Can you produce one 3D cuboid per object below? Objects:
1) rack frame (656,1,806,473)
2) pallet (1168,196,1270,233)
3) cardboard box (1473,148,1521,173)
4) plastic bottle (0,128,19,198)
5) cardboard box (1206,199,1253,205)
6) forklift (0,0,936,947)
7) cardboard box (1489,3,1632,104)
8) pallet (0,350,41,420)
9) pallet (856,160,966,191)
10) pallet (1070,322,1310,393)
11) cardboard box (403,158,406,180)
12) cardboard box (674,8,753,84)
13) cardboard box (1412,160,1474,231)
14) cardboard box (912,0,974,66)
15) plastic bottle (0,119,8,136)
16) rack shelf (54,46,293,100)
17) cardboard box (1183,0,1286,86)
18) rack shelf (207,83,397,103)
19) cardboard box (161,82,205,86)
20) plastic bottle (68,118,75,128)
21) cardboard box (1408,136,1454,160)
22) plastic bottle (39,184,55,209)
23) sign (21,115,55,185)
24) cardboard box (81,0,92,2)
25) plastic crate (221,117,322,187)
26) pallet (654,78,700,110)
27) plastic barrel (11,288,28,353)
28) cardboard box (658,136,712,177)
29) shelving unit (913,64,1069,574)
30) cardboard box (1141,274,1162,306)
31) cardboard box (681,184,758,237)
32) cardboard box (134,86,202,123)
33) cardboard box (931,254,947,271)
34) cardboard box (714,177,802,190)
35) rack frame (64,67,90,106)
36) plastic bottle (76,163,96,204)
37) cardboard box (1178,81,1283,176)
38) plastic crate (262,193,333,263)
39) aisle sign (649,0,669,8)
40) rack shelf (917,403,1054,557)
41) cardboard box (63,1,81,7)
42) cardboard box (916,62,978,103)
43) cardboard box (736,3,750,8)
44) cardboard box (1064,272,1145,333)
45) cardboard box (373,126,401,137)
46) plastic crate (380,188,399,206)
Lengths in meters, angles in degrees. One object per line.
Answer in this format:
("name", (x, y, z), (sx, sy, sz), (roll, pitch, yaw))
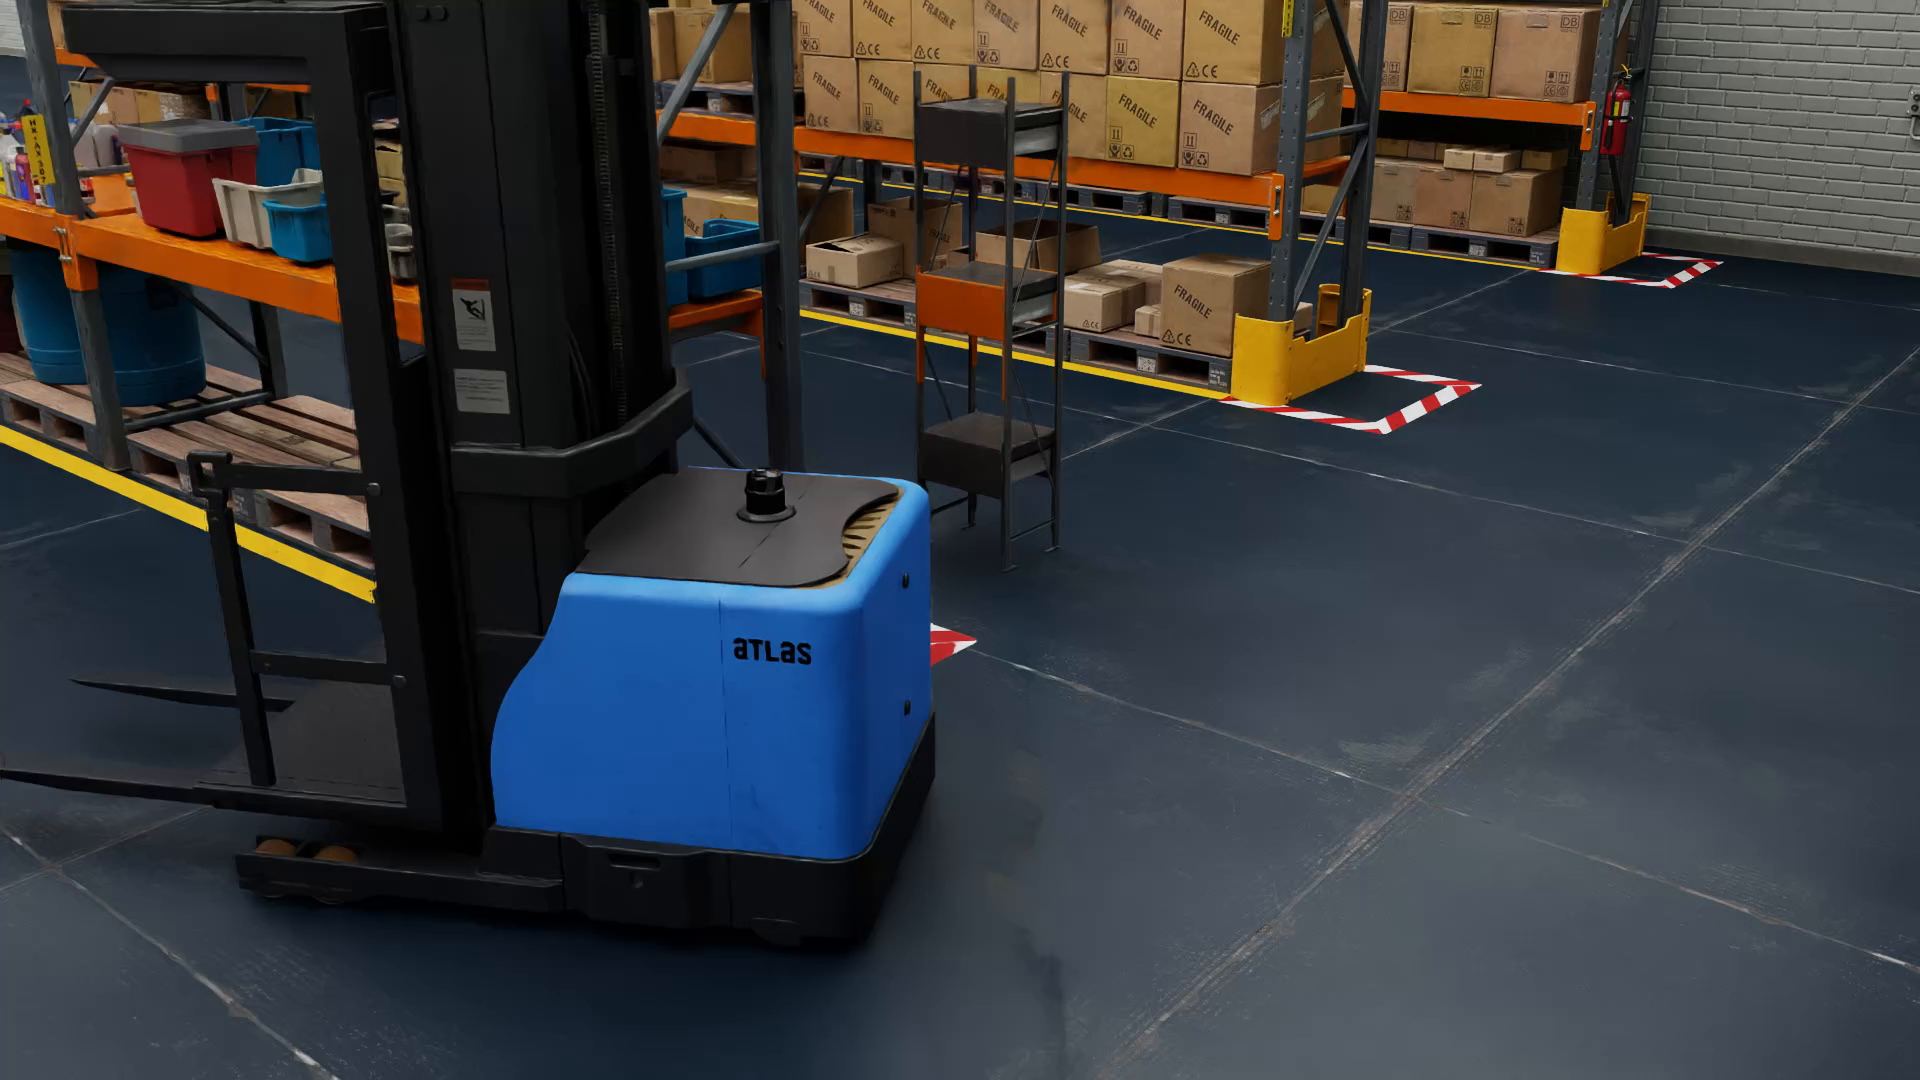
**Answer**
("rack frame", (-0.985, -1.003, 6.077), (0.127, 3.000, 1.000), (16, 26, 36))
("pallet", (2.720, -3.108, 15.610), (1.213, 0.211, 1.003), (16, 26, 36))
("cardboard box", (4.459, -3.149, 13.796), (0.250, 0.149, 0.380), (16, 26, 36))
("plastic bottle", (-5.003, -1.988, 8.759), (0.185, 0.351, 0.144), (16, 26, 36))
("cardboard box", (2.695, -3.436, 15.475), (0.500, 0.500, 0.700), (16, 26, 37))
("forklift", (-1.648, -0.486, 4.803), (3.031, 2.935, 1.130), (4, 21, 10))
("cardboard box", (4.878, -3.963, 13.500), (0.700, 0.700, 0.980), (18, 27, 39))
("pallet", (-5.605, -1.046, 10.144), (1.213, 0.211, 1.003), (16, 26, 36))
("pallet", (-0.356, -3.995, 17.962), (1.213, 0.211, 1.003), (16, 26, 36))
("pallet", (1.473, -1.246, 10.673), (1.213, 0.211, 1.003), (16, 26, 36))
("cardboard box", (-4.610, -3.363, 14.842), (0.500, 0.311, 0.500), (17, 26, 38))
("cardboard box", (-1.748, -3.795, 12.743), (0.700, 0.500, 0.500), (-17, 27, -38))
("cardboard box", (4.286, -2.979, 14.263), (0.500, 0.500, 0.700), (16, 26, 36))
("cardboard box", (0.036, -3.351, 10.746), (0.500, 0.500, 0.500), (15, 25, 35))
("plastic bottle", (-5.966, -2.530, 10.409), (0.097, 0.201, 0.097), (0, 21, 0))
("rack shelf", (-8.696, -5.143, 18.075), (4.000, 0.370, 1.077), (16, 26, 36))
("cardboard box", (1.631, -2.895, 9.535), (0.500, 0.500, 0.500), (16, 26, 36))
("rack shelf", (-5.598, -4.251, 15.709), (4.000, 0.370, 1.077), (16, 26, 36))
("cardboard box", (-8.472, -4.817, 18.431), (0.500, 0.500, 0.500), (16, 26, 36))
("plastic bottle", (-5.247, -2.356, 9.847), (0.097, 0.271, 0.097), (0, 21, 0))
("cardboard box", (4.113, -3.423, 14.521), (0.250, 0.149, 0.380), (17, 26, 37))
("plastic bottle", (-4.594, -1.837, 8.464), (0.135, 0.276, 0.152), (16, 26, 36))
("sign", (-4.433, -1.875, 7.997), (0.005, 0.325, 0.100), (16, 26, 36))
("cardboard box", (-9.277, -5.900, 18.001), (0.250, 0.149, 0.380), (15, 25, 35))
("plastic crate", (-3.507, -1.905, 8.407), (0.575, 0.384, 0.392), (16, 26, 36))
("pallet", (-2.539, -3.619, 13.285), (1.213, 0.211, 1.003), (16, 26, 36))
("plastic barrel", (-5.424, -1.362, 9.960), (0.421, 0.512, 0.421), (0, 21, 0))
("cardboard box", (-2.334, -3.145, 13.614), (0.500, 0.250, 0.500), (15, 26, 35))
("shelving unit", (0.128, -0.946, 7.200), (0.503, 2.100, 0.431), (16, 26, 36))
("cardboard box", (1.520, -1.586, 10.896), (0.500, 0.250, 0.500), (16, 26, 36))
("cardboard box", (-1.890, -2.429, 12.778), (0.500, 0.500, 0.500), (16, 26, 36))
("cardboard box", (-8.414, -4.563, 17.757), (0.500, 0.500, 0.500), (16, 26, 36))
("cardboard box", (0.000, -2.004, 12.147), (0.250, 0.149, 0.380), (16, 26, 36))
("cardboard box", (-1.590, -2.575, 13.166), (0.500, 0.500, 0.500), (17, 26, 37))
("rack frame", (-10.246, -5.926, 19.131), (0.127, 3.000, 1.000), (16, 26, 36))
("plastic bottle", (-4.529, -1.840, 8.579), (0.097, 0.201, 0.097), (0, 21, 0))
("cardboard box", (1.631, -2.429, 9.715), (0.500, 0.500, 0.500), (17, 27, 38))
("plastic crate", (-2.738, -1.341, 7.125), (0.300, 0.233, 0.416), (16, 26, 36))
("aisle sign", (-1.115, -2.123, 5.363), (0.004, 0.787, 0.394), (16, 26, 36))
("rack shelf", (0.128, -0.278, 7.452), (0.480, 0.518, 0.431), (16, 26, 36))
("cardboard box", (-9.482, -5.749, 18.521), (0.500, 0.500, 0.700), (17, 26, 38))
("cardboard box", (0.058, -2.882, 10.917), (0.500, 0.500, 0.500), (16, 26, 36))
("cardboard box", (-2.269, -6.123, 18.888), (0.500, 0.500, 0.700), (16, 26, 36))
("cardboard box", (0.856, -1.550, 10.800), (0.500, 0.250, 0.500), (16, 26, 36))
("cardboard box", (-5.473, -3.854, 16.145), (0.500, 0.311, 0.500), (16, 26, 36))
("plastic crate", (-3.047, -1.619, 8.014), (0.590, 0.125, 0.437), (16, 26, 36))
